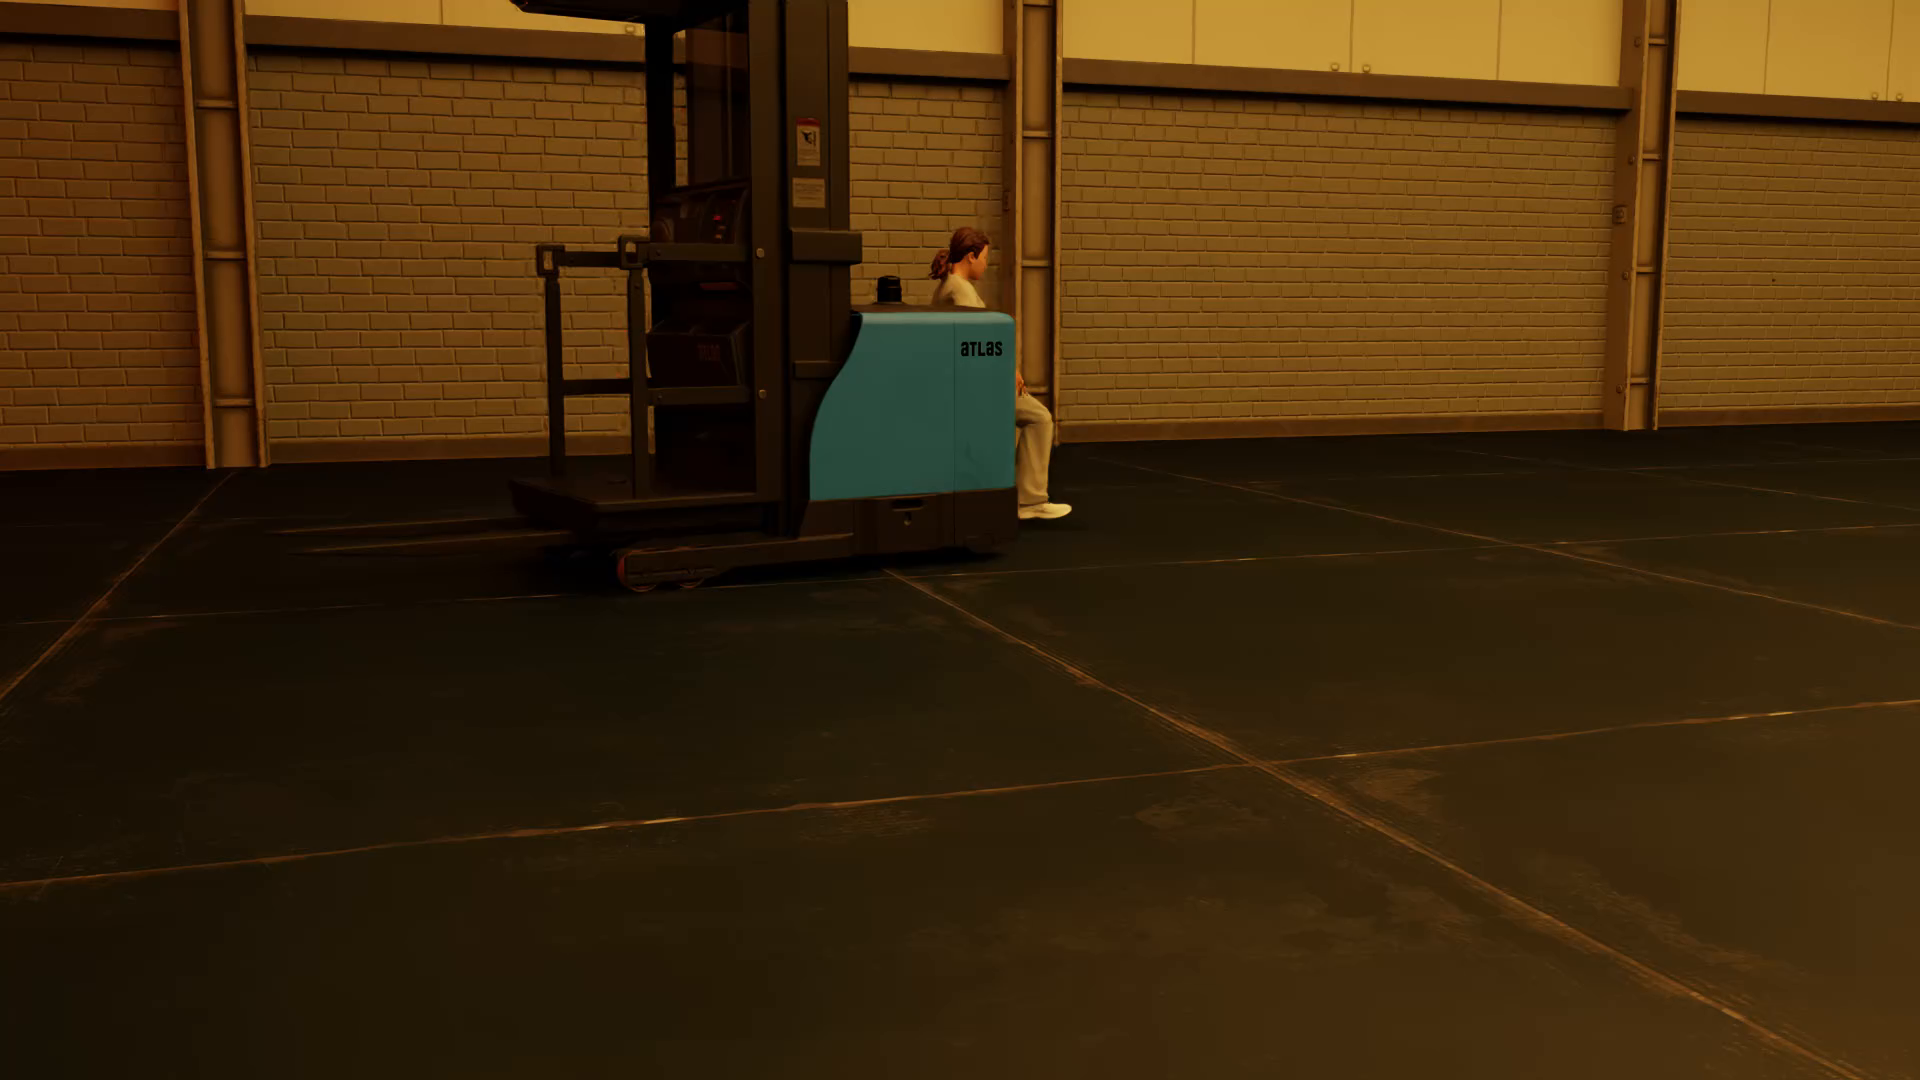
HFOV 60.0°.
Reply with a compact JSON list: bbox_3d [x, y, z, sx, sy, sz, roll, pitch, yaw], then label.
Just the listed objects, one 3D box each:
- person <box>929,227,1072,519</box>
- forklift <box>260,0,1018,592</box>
[{"bbox_3d":[0.078,-0.832,8.623,0.806,1.539,0.907,-2,8,-14],"label":"person"},{"bbox_3d":[-1.266,-1.330,6.826,3.031,2.935,1.130,-5,9,-31],"label":"forklift"}]
